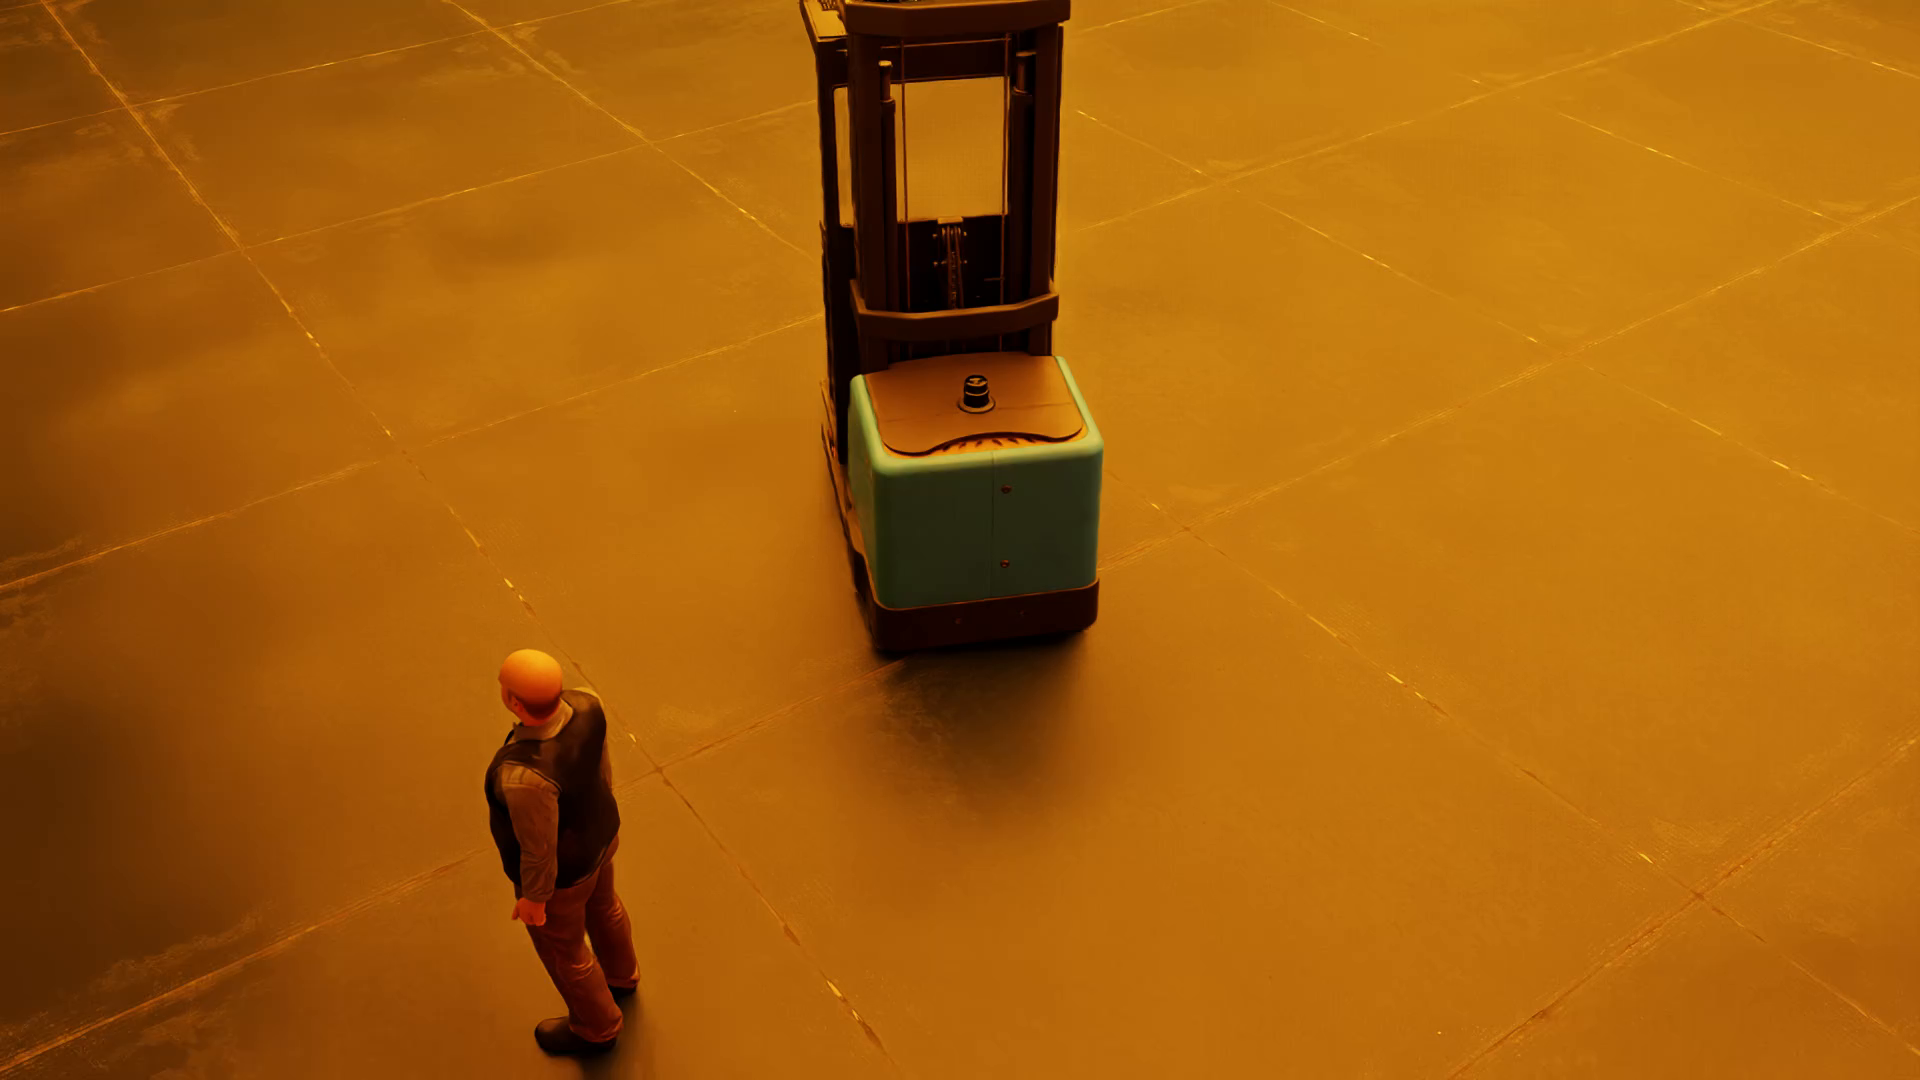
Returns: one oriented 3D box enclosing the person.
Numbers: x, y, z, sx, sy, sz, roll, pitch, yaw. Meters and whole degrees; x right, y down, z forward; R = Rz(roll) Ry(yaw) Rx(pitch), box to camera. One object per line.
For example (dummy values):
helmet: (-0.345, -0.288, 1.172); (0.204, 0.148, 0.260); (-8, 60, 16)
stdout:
person: (-1.340, 1.038, 5.560); (0.375, 1.725, 0.555); (9, 37, 12)

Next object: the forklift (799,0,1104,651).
forklift: (-0.136, -1.544, 8.033); (1.130, 2.935, 3.031); (-6, 37, -9)
